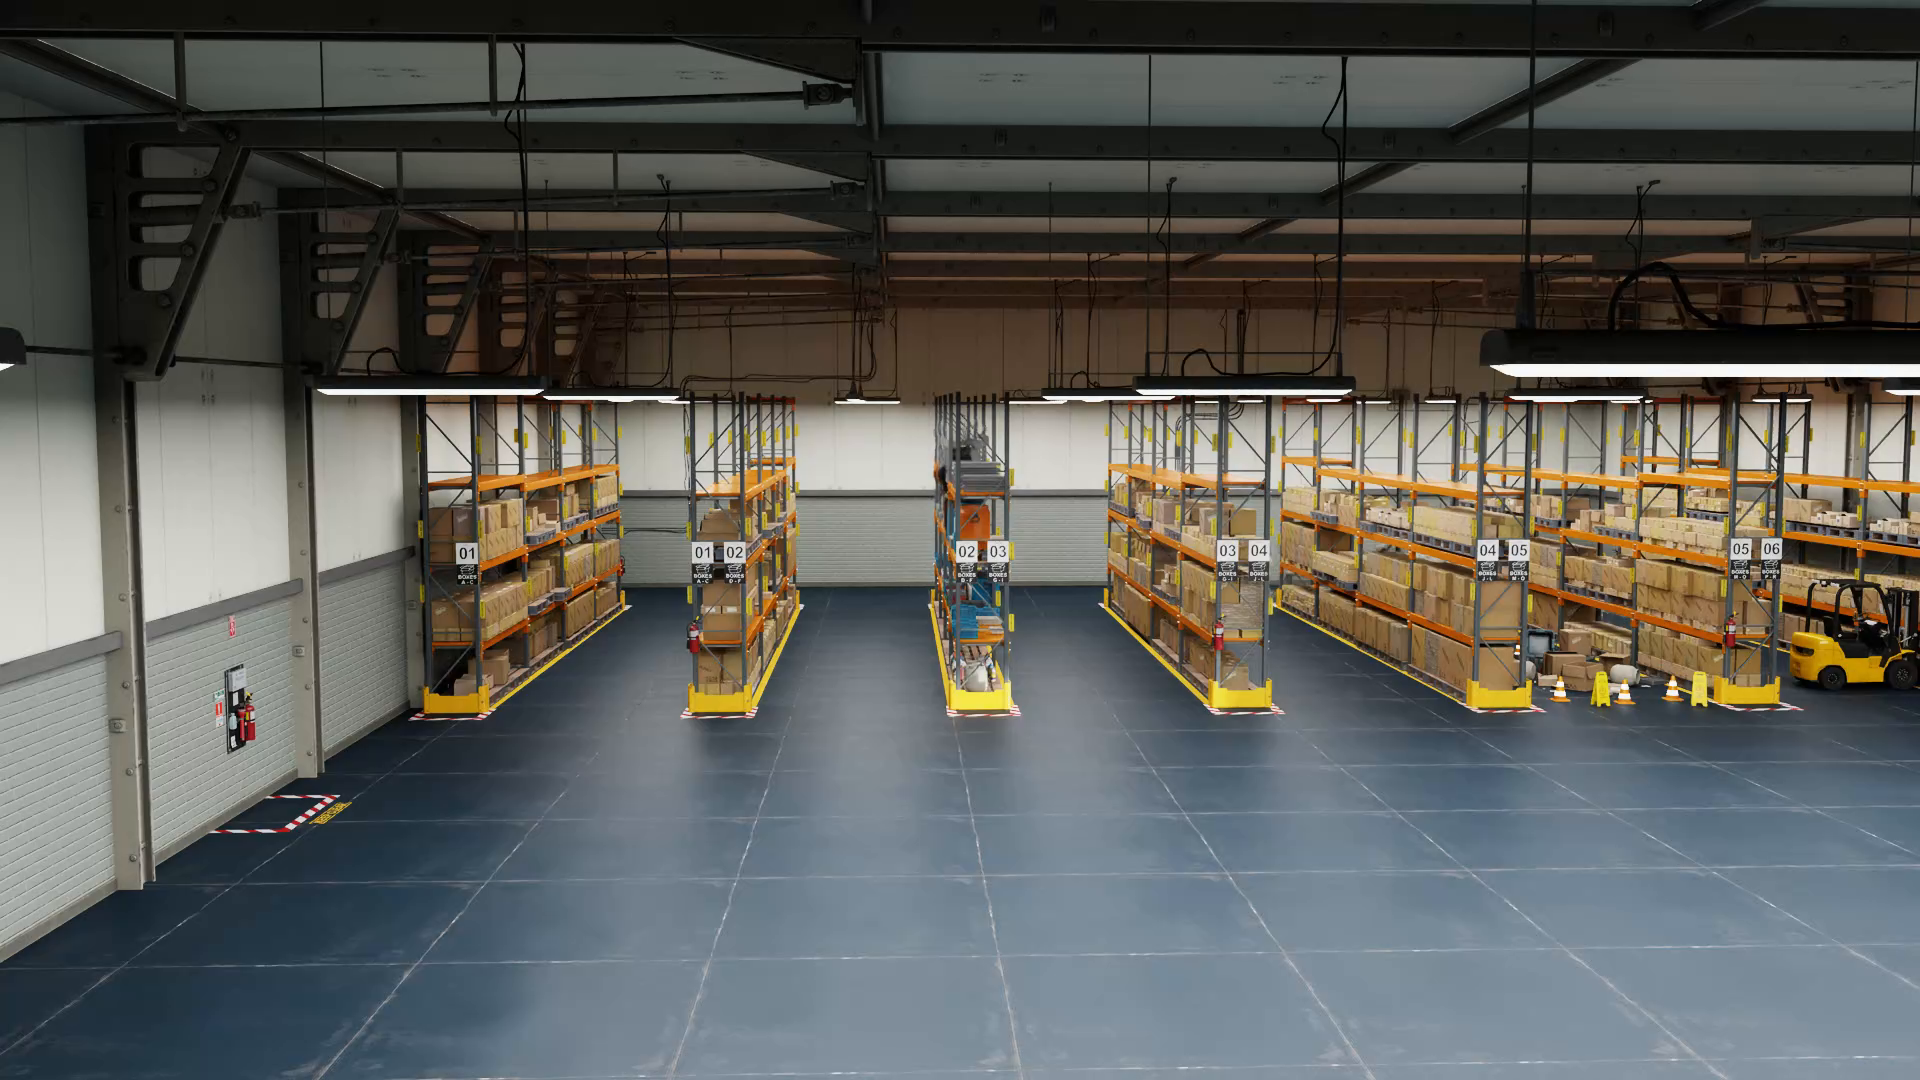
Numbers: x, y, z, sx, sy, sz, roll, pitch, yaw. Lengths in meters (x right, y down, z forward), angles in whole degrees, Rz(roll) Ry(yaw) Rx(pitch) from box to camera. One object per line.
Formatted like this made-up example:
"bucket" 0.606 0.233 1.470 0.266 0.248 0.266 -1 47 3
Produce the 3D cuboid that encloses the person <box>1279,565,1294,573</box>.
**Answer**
"person" 9.716 0.946 49.076 0.579 1.752 0.758 1 5 16

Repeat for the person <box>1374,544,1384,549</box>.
"person" 12.502 0.911 49.192 0.708 1.585 0.451 -1 5 -7
